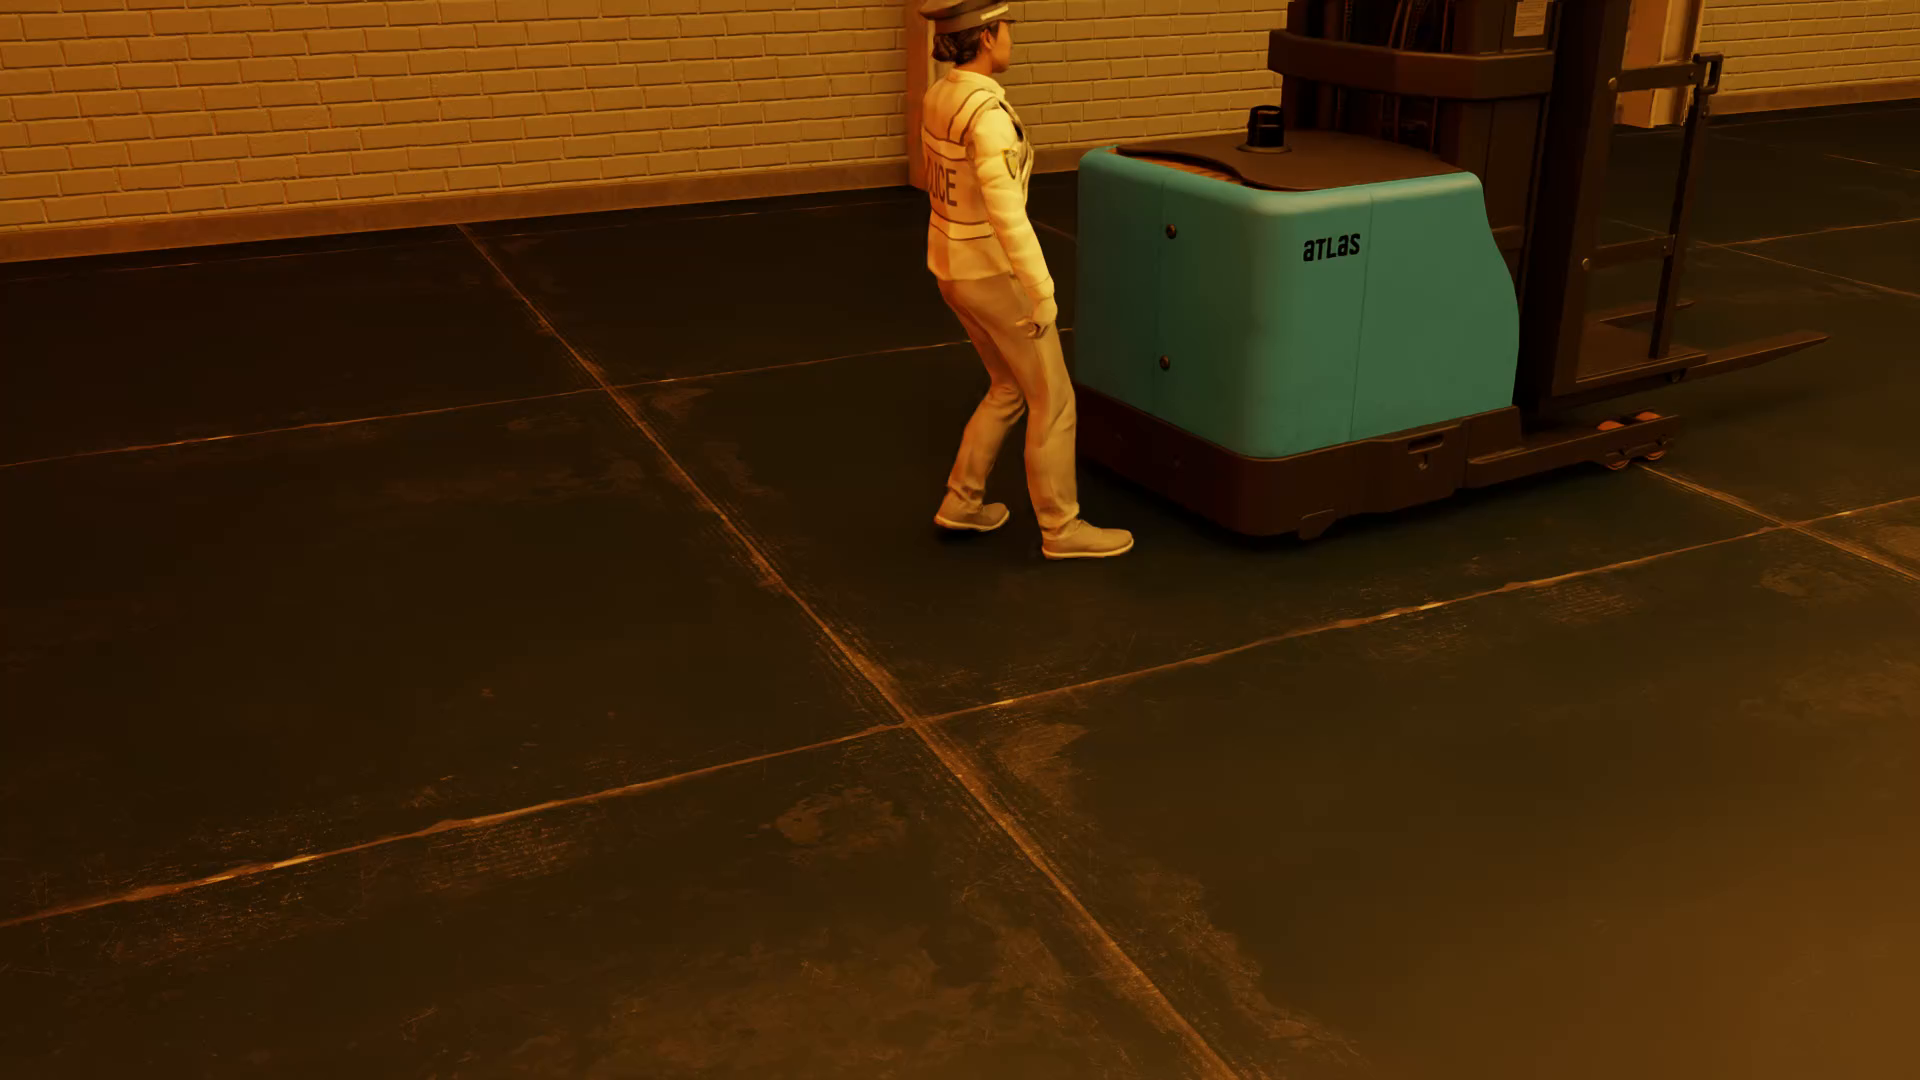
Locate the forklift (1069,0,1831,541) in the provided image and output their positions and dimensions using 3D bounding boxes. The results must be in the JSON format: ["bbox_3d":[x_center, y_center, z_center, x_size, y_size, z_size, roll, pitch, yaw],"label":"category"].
[{"bbox_3d":[1.897,-1.752,5.504,3.031,2.935,1.130,-13,26,-28],"label":"forklift"}]

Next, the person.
[{"bbox_3d":[0.177,-0.787,4.880,0.574,1.653,0.631,-7,24,-16],"label":"person"}]
